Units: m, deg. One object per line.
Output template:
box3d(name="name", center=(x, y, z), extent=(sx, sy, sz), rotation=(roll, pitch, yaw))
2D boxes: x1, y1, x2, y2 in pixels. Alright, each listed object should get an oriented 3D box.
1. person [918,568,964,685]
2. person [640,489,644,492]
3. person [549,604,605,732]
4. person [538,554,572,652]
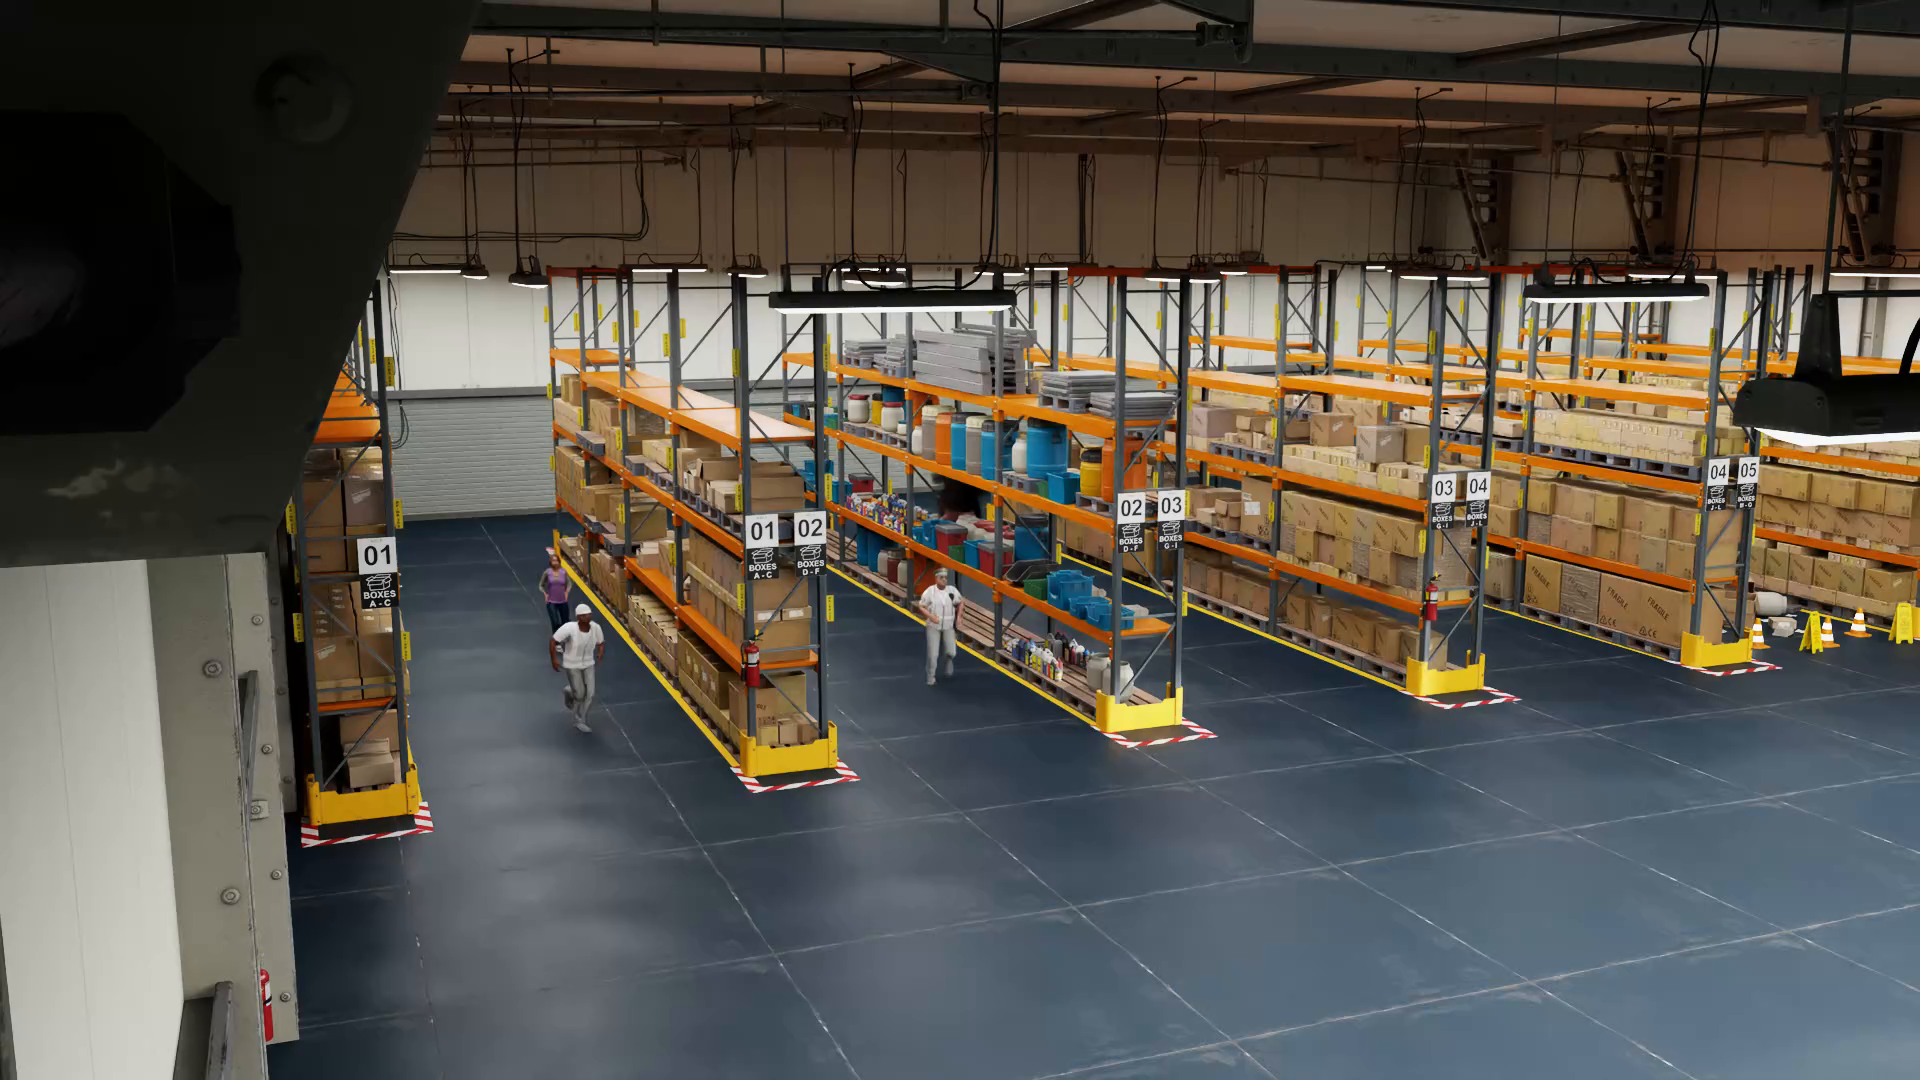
box3d(name="person", center=(-0.255, 1.268, 24.491), extent=(0.699, 1.744, 0.581), rotation=(-2, 10, -10))
box3d(name="person", center=(-6.650, -0.734, 35.928), extent=(0.541, 1.699, 0.757), rotation=(5, 11, 28))
box3d(name="person", center=(-5.088, 1.681, 22.189), extent=(0.741, 1.717, 0.698), rotation=(-7, 12, -36))
box3d(name="person", center=(-6.446, 0.986, 26.536), extent=(0.535, 1.543, 0.567), rotation=(-4, 11, -20))
